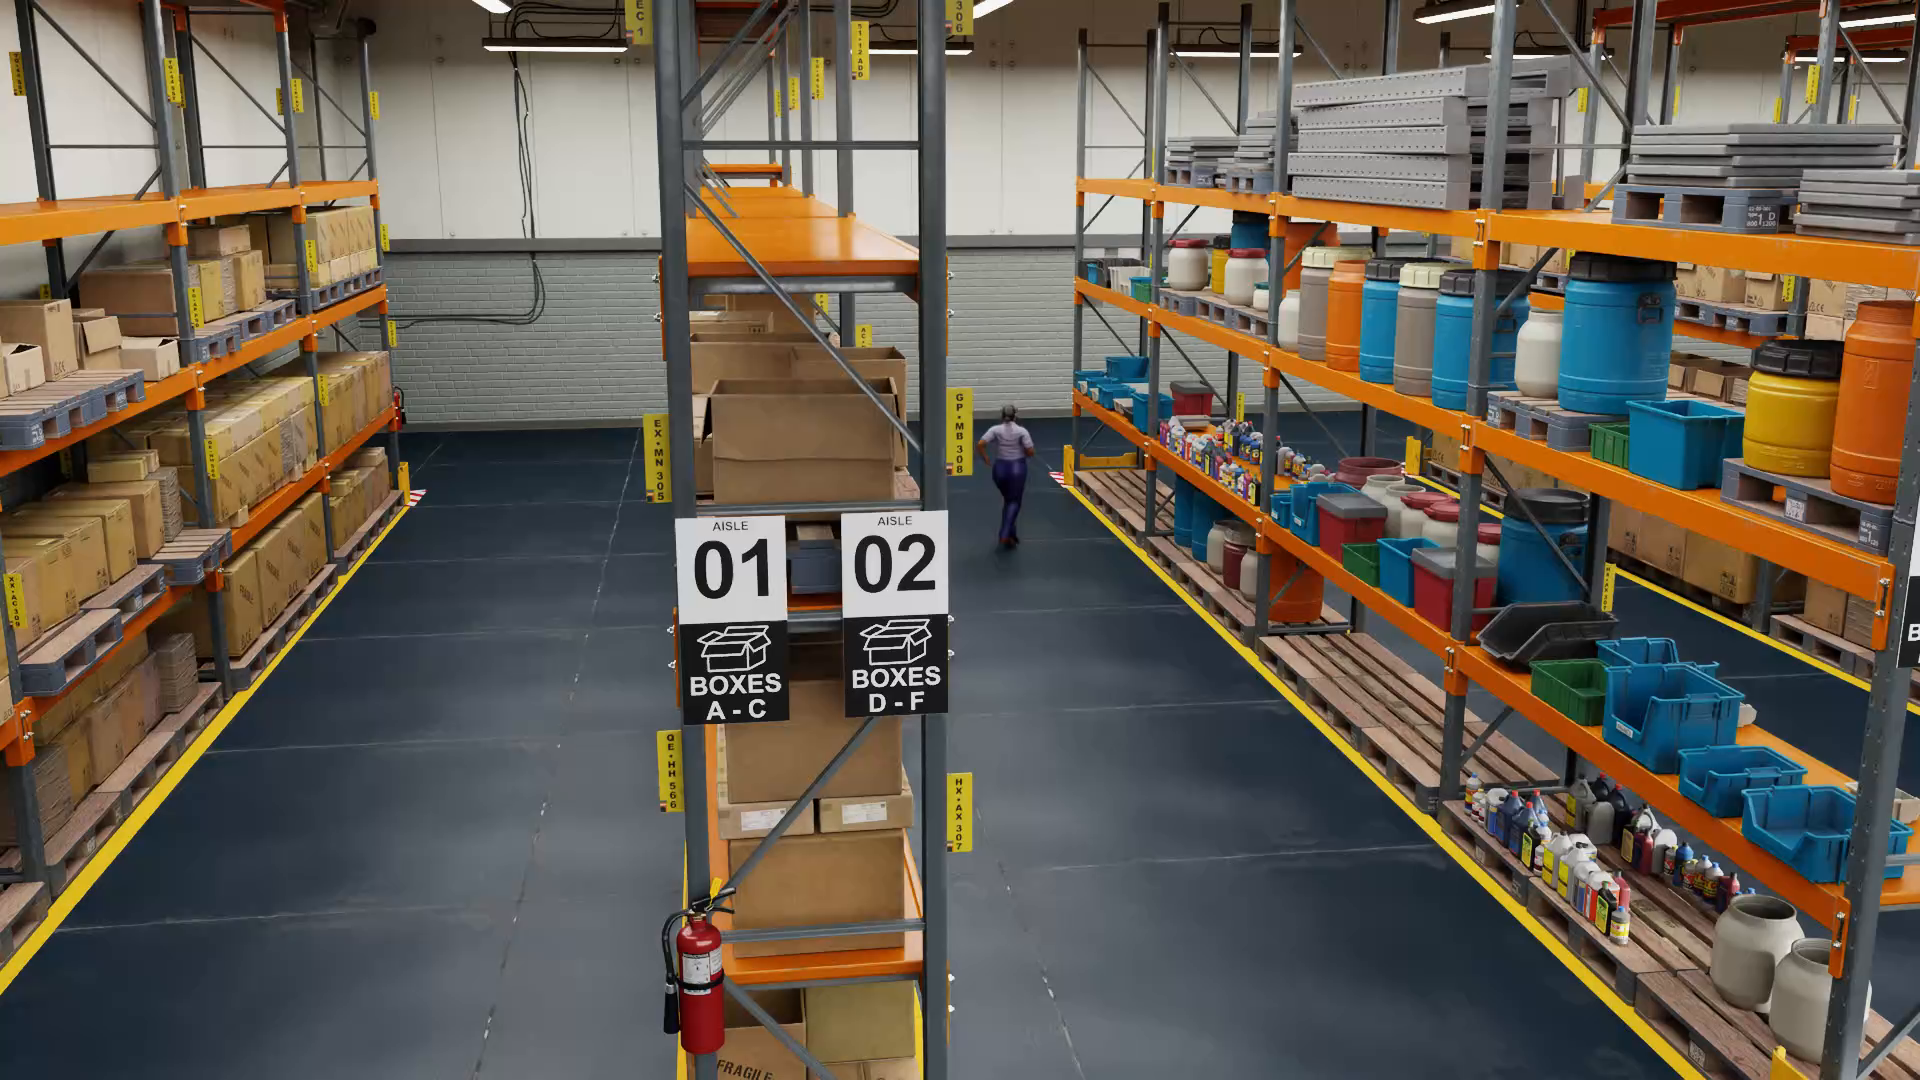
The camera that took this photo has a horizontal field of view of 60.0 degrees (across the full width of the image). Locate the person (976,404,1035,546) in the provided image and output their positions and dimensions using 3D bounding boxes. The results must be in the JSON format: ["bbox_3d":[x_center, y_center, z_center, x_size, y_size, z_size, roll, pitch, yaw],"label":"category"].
[{"bbox_3d":[0.558,-0.716,19.100,0.618,1.708,0.614,6,14,23],"label":"person"}]
